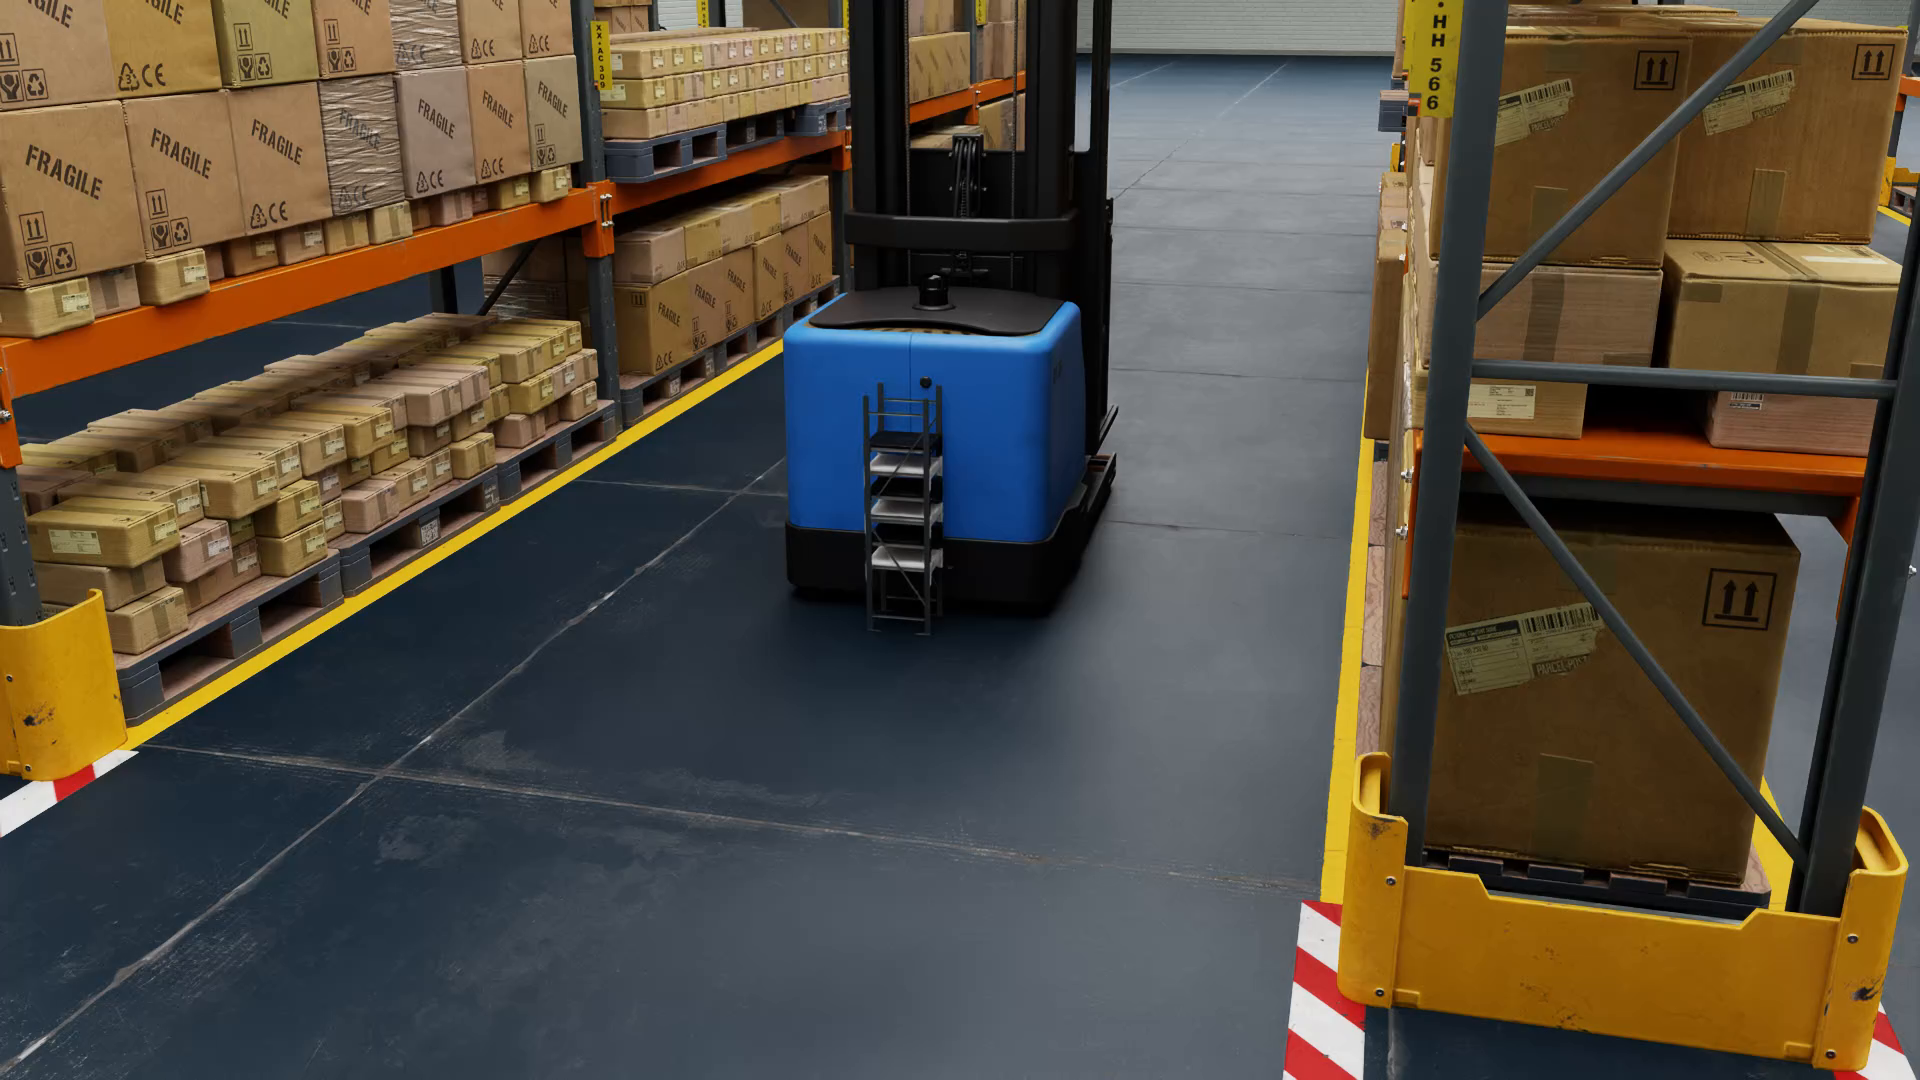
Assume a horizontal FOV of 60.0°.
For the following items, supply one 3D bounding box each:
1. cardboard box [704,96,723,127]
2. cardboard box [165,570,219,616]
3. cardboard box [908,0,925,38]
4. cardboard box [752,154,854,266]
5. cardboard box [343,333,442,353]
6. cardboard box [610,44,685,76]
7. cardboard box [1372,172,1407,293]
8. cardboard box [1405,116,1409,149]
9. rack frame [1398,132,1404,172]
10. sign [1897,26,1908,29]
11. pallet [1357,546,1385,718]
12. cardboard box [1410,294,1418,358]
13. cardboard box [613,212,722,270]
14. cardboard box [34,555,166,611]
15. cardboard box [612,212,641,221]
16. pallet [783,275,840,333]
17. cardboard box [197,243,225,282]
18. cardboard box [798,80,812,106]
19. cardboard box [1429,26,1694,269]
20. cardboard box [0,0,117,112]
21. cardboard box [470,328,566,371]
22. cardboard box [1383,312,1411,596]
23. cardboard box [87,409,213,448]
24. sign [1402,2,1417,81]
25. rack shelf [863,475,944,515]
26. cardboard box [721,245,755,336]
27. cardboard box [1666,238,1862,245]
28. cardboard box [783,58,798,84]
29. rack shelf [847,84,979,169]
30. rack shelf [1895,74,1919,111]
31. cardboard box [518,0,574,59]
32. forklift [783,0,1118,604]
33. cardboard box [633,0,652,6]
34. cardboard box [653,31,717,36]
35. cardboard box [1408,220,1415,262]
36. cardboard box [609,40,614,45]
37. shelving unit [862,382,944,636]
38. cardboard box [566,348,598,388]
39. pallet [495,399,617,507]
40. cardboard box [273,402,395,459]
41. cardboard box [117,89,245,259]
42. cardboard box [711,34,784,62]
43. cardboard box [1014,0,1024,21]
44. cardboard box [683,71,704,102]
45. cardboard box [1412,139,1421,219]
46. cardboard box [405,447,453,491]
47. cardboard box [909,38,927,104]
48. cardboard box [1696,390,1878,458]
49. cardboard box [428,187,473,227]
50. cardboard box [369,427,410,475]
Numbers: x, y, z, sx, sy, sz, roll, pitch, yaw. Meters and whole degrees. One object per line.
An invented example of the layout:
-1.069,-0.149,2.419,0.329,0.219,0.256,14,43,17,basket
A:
-1.563,-2.423,9.379,0.380,0.149,0.250,5,19,14,cardboard box
-2.849,0.165,5.825,0.380,0.149,0.250,5,19,13,cardboard box
-0.703,-4.564,14.207,0.700,0.500,0.500,5,19,14,cardboard box
-1.081,-2.584,12.942,1.050,0.750,0.750,4,19,13,cardboard box
-2.718,-0.887,7.983,0.380,0.149,0.250,4,19,13,cardboard box
-1.690,-2.548,8.826,0.380,0.149,0.250,5,20,15,cardboard box
3.279,-1.821,10.515,1.225,0.875,0.875,4,19,11,cardboard box
2.962,-2.597,9.995,0.500,0.500,0.500,4,19,12,cardboard box
5.423,-5.350,18.209,1.000,3.000,0.127,5,19,13,rack frame
9.693,-5.134,17.151,0.100,0.325,0.005,5,19,13,sign
1.933,0.347,5.846,1.003,0.211,1.213,5,19,13,pallet
1.468,-0.592,4.670,0.380,0.149,0.250,5,19,14,cardboard box
-1.730,-1.760,9.758,0.500,0.250,0.500,5,20,15,cardboard box
-2.895,0.107,5.533,0.380,0.149,0.250,5,20,16,cardboard box
-2.219,-1.796,9.863,0.500,0.250,0.500,6,20,16,cardboard box
-1.509,-1.701,11.842,1.003,0.211,1.213,5,19,13,pallet
-2.804,-0.970,5.776,0.380,0.149,0.250,6,20,16,cardboard box
-1.181,-2.918,10.830,0.380,0.149,0.250,4,19,13,cardboard box
1.378,-0.933,3.890,0.500,0.500,0.500,5,19,14,cardboard box
-2.904,-1.539,4.891,0.500,0.500,0.500,5,19,13,cardboard box
-2.153,-0.928,8.104,0.380,0.149,0.250,5,19,14,cardboard box
2.032,-0.299,6.060,0.875,0.875,0.875,5,19,13,cardboard box
-3.194,-0.405,6.574,0.380,0.149,0.250,5,20,15,cardboard box
1.962,-2.139,7.140,0.100,0.325,0.005,5,19,13,sign
-0.206,-0.166,6.105,0.258,0.077,0.200,4,19,11,rack shelf
-1.614,-1.570,10.360,0.500,0.500,0.500,5,19,14,cardboard box
2.013,-0.697,4.360,0.500,0.250,0.500,4,19,13,cardboard box
-1.246,-2.973,10.529,0.380,0.149,0.250,5,19,13,cardboard box
-0.828,-3.552,14.059,1.077,0.370,4.000,5,19,13,rack shelf
9.737,-3.991,15.345,1.077,0.370,4.000,5,19,13,rack shelf
-2.147,-2.504,7.717,0.500,0.500,0.500,4,19,11,cardboard box
0.132,-1.586,7.297,1.130,2.935,3.031,4,19,11,forklift
-4.100,-6.616,19.756,0.700,0.500,0.500,4,19,12,cardboard box
-1.810,-3.254,10.891,0.380,0.149,0.250,4,19,11,cardboard box
1.843,-1.075,6.084,0.380,0.149,0.250,4,19,13,cardboard box
-2.192,-2.762,9.452,0.380,0.149,0.250,5,19,13,cardboard box
-0.206,-0.112,6.123,0.258,0.900,0.210,4,19,11,shelving unit
-2.063,-0.878,8.419,0.380,0.149,0.250,5,20,14,cardboard box
-2.424,-0.479,8.263,1.003,0.211,1.213,5,19,13,pallet
-2.512,-0.441,6.678,0.380,0.149,0.250,5,19,14,cardboard box
-2.788,-1.235,5.548,0.500,0.500,0.500,5,19,13,cardboard box
-1.310,-3.032,10.243,0.380,0.149,0.250,6,20,16,cardboard box
0.193,-5.721,17.394,0.875,0.550,0.500,5,19,13,cardboard box
-1.628,-2.482,9.092,0.380,0.149,0.250,5,20,15,cardboard box
1.996,-1.376,6.348,0.500,0.250,0.500,5,19,13,cardboard box
-2.441,-0.311,7.218,0.380,0.149,0.250,5,19,14,cardboard box
-0.577,-3.906,13.828,0.500,0.500,0.500,4,19,13,cardboard box
1.920,-0.301,3.817,0.380,0.149,0.250,5,19,14,cardboard box
-2.342,-1.450,7.182,0.380,0.149,0.250,4,19,11,cardboard box
-2.557,-0.392,6.996,0.380,0.149,0.250,6,20,16,cardboard box
